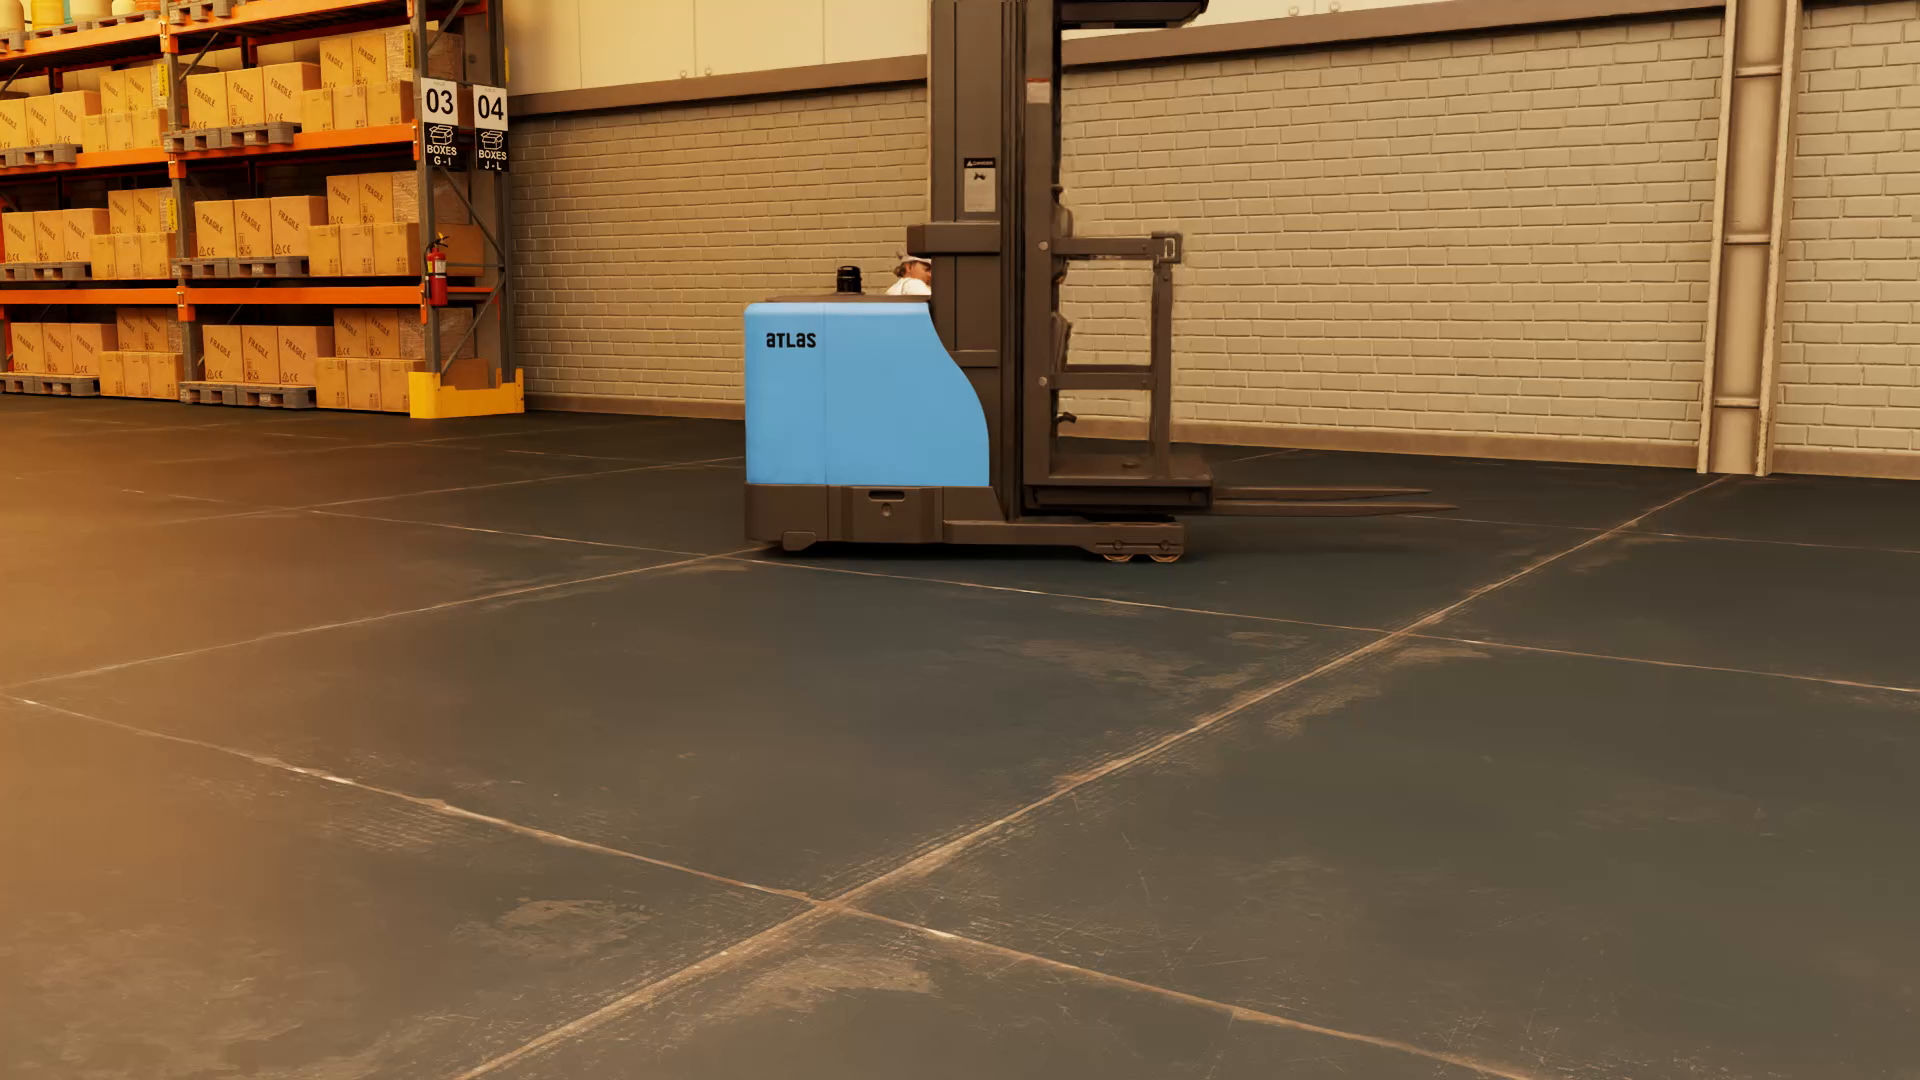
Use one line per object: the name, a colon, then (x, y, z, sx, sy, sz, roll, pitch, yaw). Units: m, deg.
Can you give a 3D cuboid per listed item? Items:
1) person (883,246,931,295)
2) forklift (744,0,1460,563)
person: (-0.246, -0.998, 9.769, 0.793, 1.452, 0.811, 8, 11, 43)
forklift: (0.620, -1.432, 7.263, 3.031, 2.935, 1.130, 1, 8, 5)
